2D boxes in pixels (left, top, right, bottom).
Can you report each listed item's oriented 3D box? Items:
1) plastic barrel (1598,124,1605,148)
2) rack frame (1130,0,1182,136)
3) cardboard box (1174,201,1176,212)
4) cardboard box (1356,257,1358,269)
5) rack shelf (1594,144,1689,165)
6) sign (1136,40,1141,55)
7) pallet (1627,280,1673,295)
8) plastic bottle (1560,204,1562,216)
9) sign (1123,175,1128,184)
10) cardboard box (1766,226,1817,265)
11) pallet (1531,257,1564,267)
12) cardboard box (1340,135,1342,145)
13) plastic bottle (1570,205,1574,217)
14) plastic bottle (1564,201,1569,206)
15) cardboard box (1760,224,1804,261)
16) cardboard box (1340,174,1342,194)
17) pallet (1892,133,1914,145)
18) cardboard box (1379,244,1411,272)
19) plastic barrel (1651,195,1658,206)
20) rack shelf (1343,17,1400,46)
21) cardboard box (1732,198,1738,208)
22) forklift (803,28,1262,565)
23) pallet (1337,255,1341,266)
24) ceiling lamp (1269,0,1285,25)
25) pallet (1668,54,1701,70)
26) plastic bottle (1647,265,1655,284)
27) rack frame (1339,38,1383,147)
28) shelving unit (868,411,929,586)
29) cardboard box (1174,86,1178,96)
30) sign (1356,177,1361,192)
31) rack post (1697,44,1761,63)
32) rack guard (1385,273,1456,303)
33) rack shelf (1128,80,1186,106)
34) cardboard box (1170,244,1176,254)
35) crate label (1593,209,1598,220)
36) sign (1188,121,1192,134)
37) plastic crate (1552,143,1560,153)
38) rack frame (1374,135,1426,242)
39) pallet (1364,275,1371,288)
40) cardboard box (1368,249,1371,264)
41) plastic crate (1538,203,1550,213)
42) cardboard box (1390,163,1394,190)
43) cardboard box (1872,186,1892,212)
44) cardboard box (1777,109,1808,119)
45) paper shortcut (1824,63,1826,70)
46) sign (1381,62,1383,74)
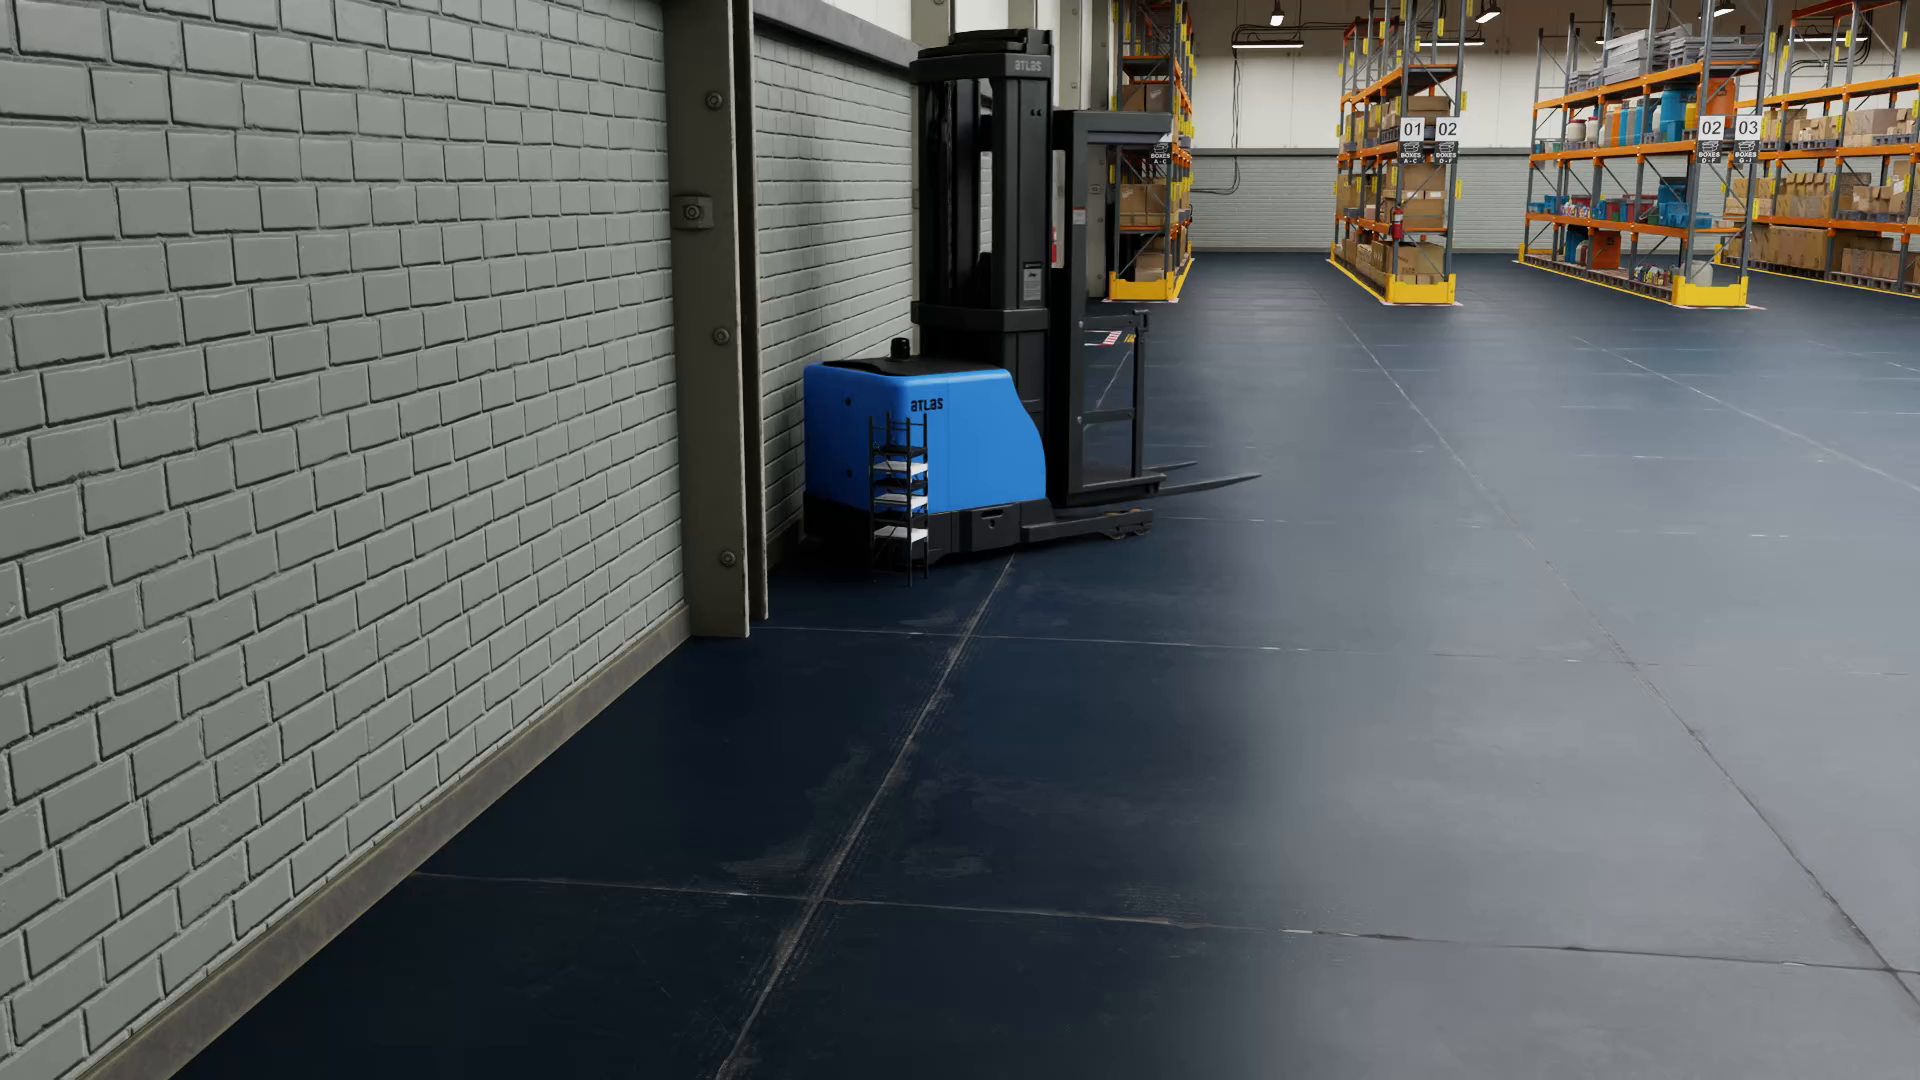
[{"bbox_3d":[13.976,-8.684,35.783,0.421,0.512,0.421,0,12,0],"label":"plastic barrel"},{"bbox_3d":[3.922,-9.639,33.359,1.000,3.000,0.127,2,12,9],"label":"rack frame"},{"bbox_3d":[3.763,-6.369,30.954,0.500,0.500,0.500,2,12,9],"label":"cardboard box"},{"bbox_3d":[9.062,-6.141,36.897,0.500,0.250,0.500,2,12,8],"label":"cardboard box"},{"bbox_3d":[14.019,-7.916,34.193,1.077,0.370,4.000,2,12,9],"label":"rack shelf"},{"bbox_3d":[3.988,-11.023,37.187,0.100,0.325,0.005,2,12,9],"label":"sign"},{"bbox_3d":[13.567,-4.884,32.153,1.003,0.211,1.213,2,12,9],"label":"pallet"},{"bbox_3d":[14.464,-7.931,39.951,0.061,0.283,0.133,2,12,9],"label":"plastic bottle"},{"bbox_3d":[3.373,-7.289,33.949,0.100,0.325,0.005,2,12,9],"label":"sign"},{"bbox_3d":[19.757,-6.923,39.042,1.225,0.875,0.875,2,12,9],"label":"cardboard box"},{"bbox_3d":[15.202,-7.096,42.420,1.003,0.211,1.213,2,12,9],"label":"pallet"},{"bbox_3d":[10.243,-10.479,43.549,0.500,0.250,0.500,2,12,9],"label":"cardboard box"},{"bbox_3d":[14.316,-7.665,38.734,0.152,0.276,0.135,2,12,9],"label":"plastic bottle"},{"bbox_3d":[14.561,-7.955,39.904,0.144,0.351,0.185,2,12,9],"label":"plastic bottle"},{"bbox_3d":[20.016,-7.191,40.289,0.875,0.875,0.875,2,12,9],"label":"cardboard box"},{"bbox_3d":[10.179,-9.285,43.347,0.500,0.500,0.500,2,12,9],"label":"cardboard box"},{"bbox_3d":[18.806,-7.724,32.041,1.213,0.211,1.003,2,12,9],"label":"pallet"},{"bbox_3d":[8.130,-5.271,31.083,0.500,0.500,0.500,2,12,9],"label":"cardboard box"},{"bbox_3d":[14.075,-6.644,33.378,0.433,0.535,0.433,0,12,0],"label":"plastic barrel"},{"bbox_3d":[10.355,-12.834,42.003,1.077,0.370,4.000,2,12,9],"label":"rack shelf"},{"bbox_3d":[20.037,-8.595,42.406,0.500,0.250,0.500,2,12,8],"label":"cardboard box"},{"bbox_3d":[0.566,-1.515,10.064,3.031,2.935,1.130,-9,15,-35],"label":"forklift"},{"bbox_3d":[10.340,-7.246,43.116,1.003,0.211,1.213,2,12,9],"label":"pallet"},{"bbox_3d":[7.797,-13.893,39.243,0.800,3.185,2.000,2,12,9],"label":"ceiling lamp"},{"bbox_3d":[13.427,-8.603,29.949,1.003,0.211,1.213,2,12,9],"label":"pallet"},{"bbox_3d":[13.083,-5.023,31.424,0.144,0.351,0.185,2,12,8],"label":"plastic bottle"},{"bbox_3d":[10.663,-11.977,44.209,1.000,3.000,0.127,2,12,9],"label":"rack frame"},{"bbox_3d":[-0.327,-0.224,8.895,0.258,0.900,0.210,5,13,24],"label":"shelving unit"},{"bbox_3d":[3.733,-8.062,30.506,0.500,0.500,0.500,2,12,8],"label":"cardboard box"},{"bbox_3d":[8.895,-7.922,37.072,0.100,0.325,0.005,2,12,9],"label":"sign"},{"bbox_3d":[13.338,-8.394,28.769,0.937,0.300,0.954,3,13,15],"label":"rack post"},{"bbox_3d":[8.199,-4.487,29.626,1.175,0.500,0.348,2,12,9],"label":"rack guard"},{"bbox_3d":[4.230,-9.508,35.409,1.077,0.370,4.000,2,12,9],"label":"rack shelf"},{"bbox_3d":[4.478,-6.380,37.368,0.700,0.500,0.500,2,12,9],"label":"cardboard box"},{"bbox_3d":[13.891,-7.060,36.032,0.303,0.233,0.416,2,12,9],"label":"crate label"},{"bbox_3d":[5.690,-10.229,41.242,0.100,0.325,0.005,2,12,9],"label":"sign"},{"bbox_3d":[14.766,-9.635,40.858,0.416,0.233,0.300,2,12,9],"label":"plastic crate"},{"bbox_3d":[8.817,-6.546,33.250,1.000,3.000,0.127,2,12,9],"label":"rack frame"},{"bbox_3d":[8.892,-5.338,34.261,1.003,0.211,1.213,2,12,9],"label":"pallet"},{"bbox_3d":[8.596,-5.775,33.870,0.500,0.311,0.500,2,12,9],"label":"cardboard box"},{"bbox_3d":[14.945,-8.453,42.353,0.416,0.233,0.300,2,12,9],"label":"plastic crate"},{"bbox_3d":[8.601,-6.927,31.701,0.700,0.500,0.500,2,12,9],"label":"cardboard box"},{"bbox_3d":[18.781,-6.844,33.390,0.797,0.503,0.637,3,13,14],"label":"cardboard box"},{"bbox_3d":[19.987,-10.221,39.931,0.500,0.250,0.500,1,12,5],"label":"cardboard box"},{"bbox_3d":[18.905,-10.350,36.328,0.009,0.170,0.078,12,-17,6],"label":"paper shortcut"},{"bbox_3d":[11.208,-12.489,43.991,0.100,0.325,0.005,2,12,9],"label":"sign"}]
